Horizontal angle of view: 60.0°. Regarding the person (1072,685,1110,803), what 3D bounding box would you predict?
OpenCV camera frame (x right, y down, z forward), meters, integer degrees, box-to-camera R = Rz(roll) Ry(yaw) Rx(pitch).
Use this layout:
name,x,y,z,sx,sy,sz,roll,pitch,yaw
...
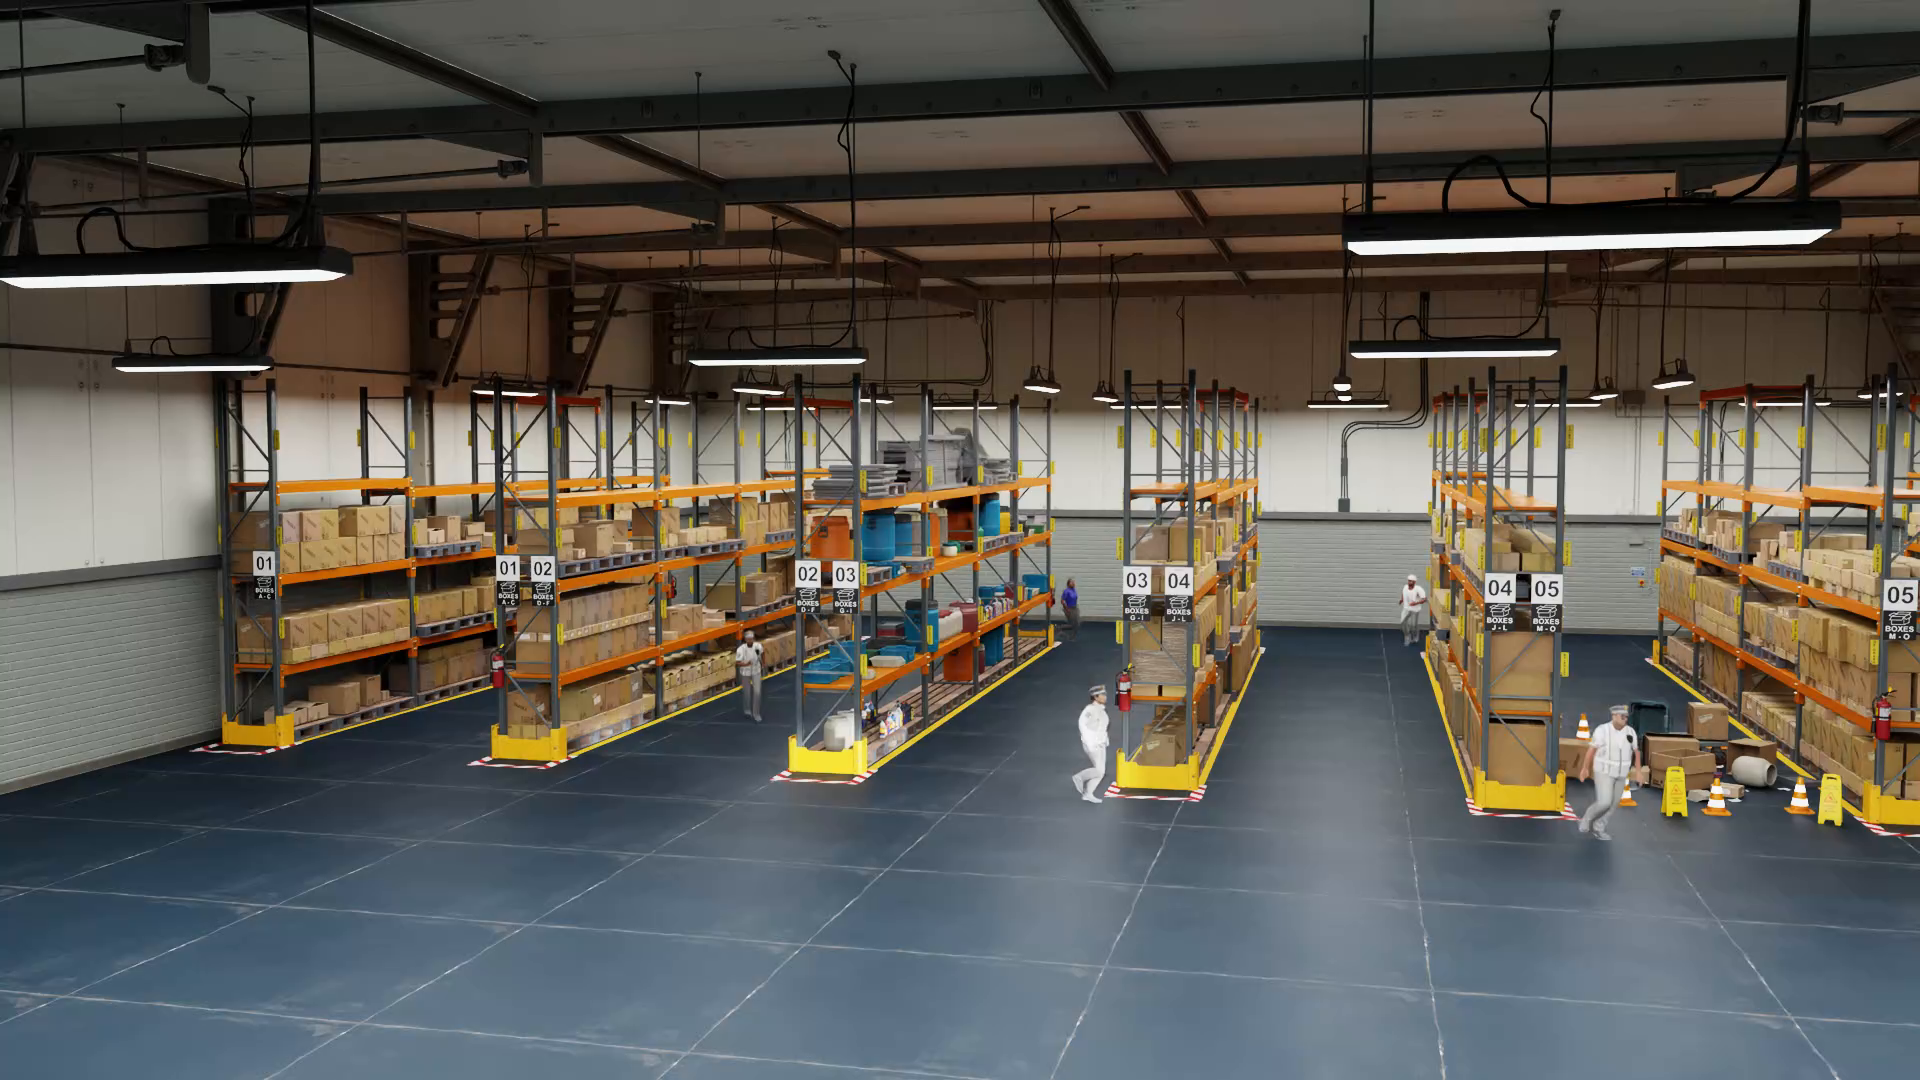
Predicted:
name,x,y,z,sx,sy,sz,roll,pitch,yaw
person,1.802,2.812,23.019,0.512,1.655,0.687,2,4,33

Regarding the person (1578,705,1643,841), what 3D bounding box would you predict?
name,x,y,z,sx,sy,sz,roll,pitch,yaw
person,8.114,2.895,20.734,0.667,1.738,0.592,-1,3,-11

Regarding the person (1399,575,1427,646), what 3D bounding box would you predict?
name,x,y,z,sx,sy,sz,roll,pitch,yaw
person,11.104,1.722,40.635,0.756,1.782,0.731,-3,5,-44

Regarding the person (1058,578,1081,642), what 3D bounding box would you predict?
name,x,y,z,sx,sy,sz,roll,pitch,yaw
person,2.697,1.734,41.216,0.596,1.578,0.586,3,4,38

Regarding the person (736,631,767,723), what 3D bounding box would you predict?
name,x,y,z,sx,sy,sz,roll,pitch,yaw
person,-3.722,2.413,29.679,0.573,1.655,0.948,-1,3,-9
